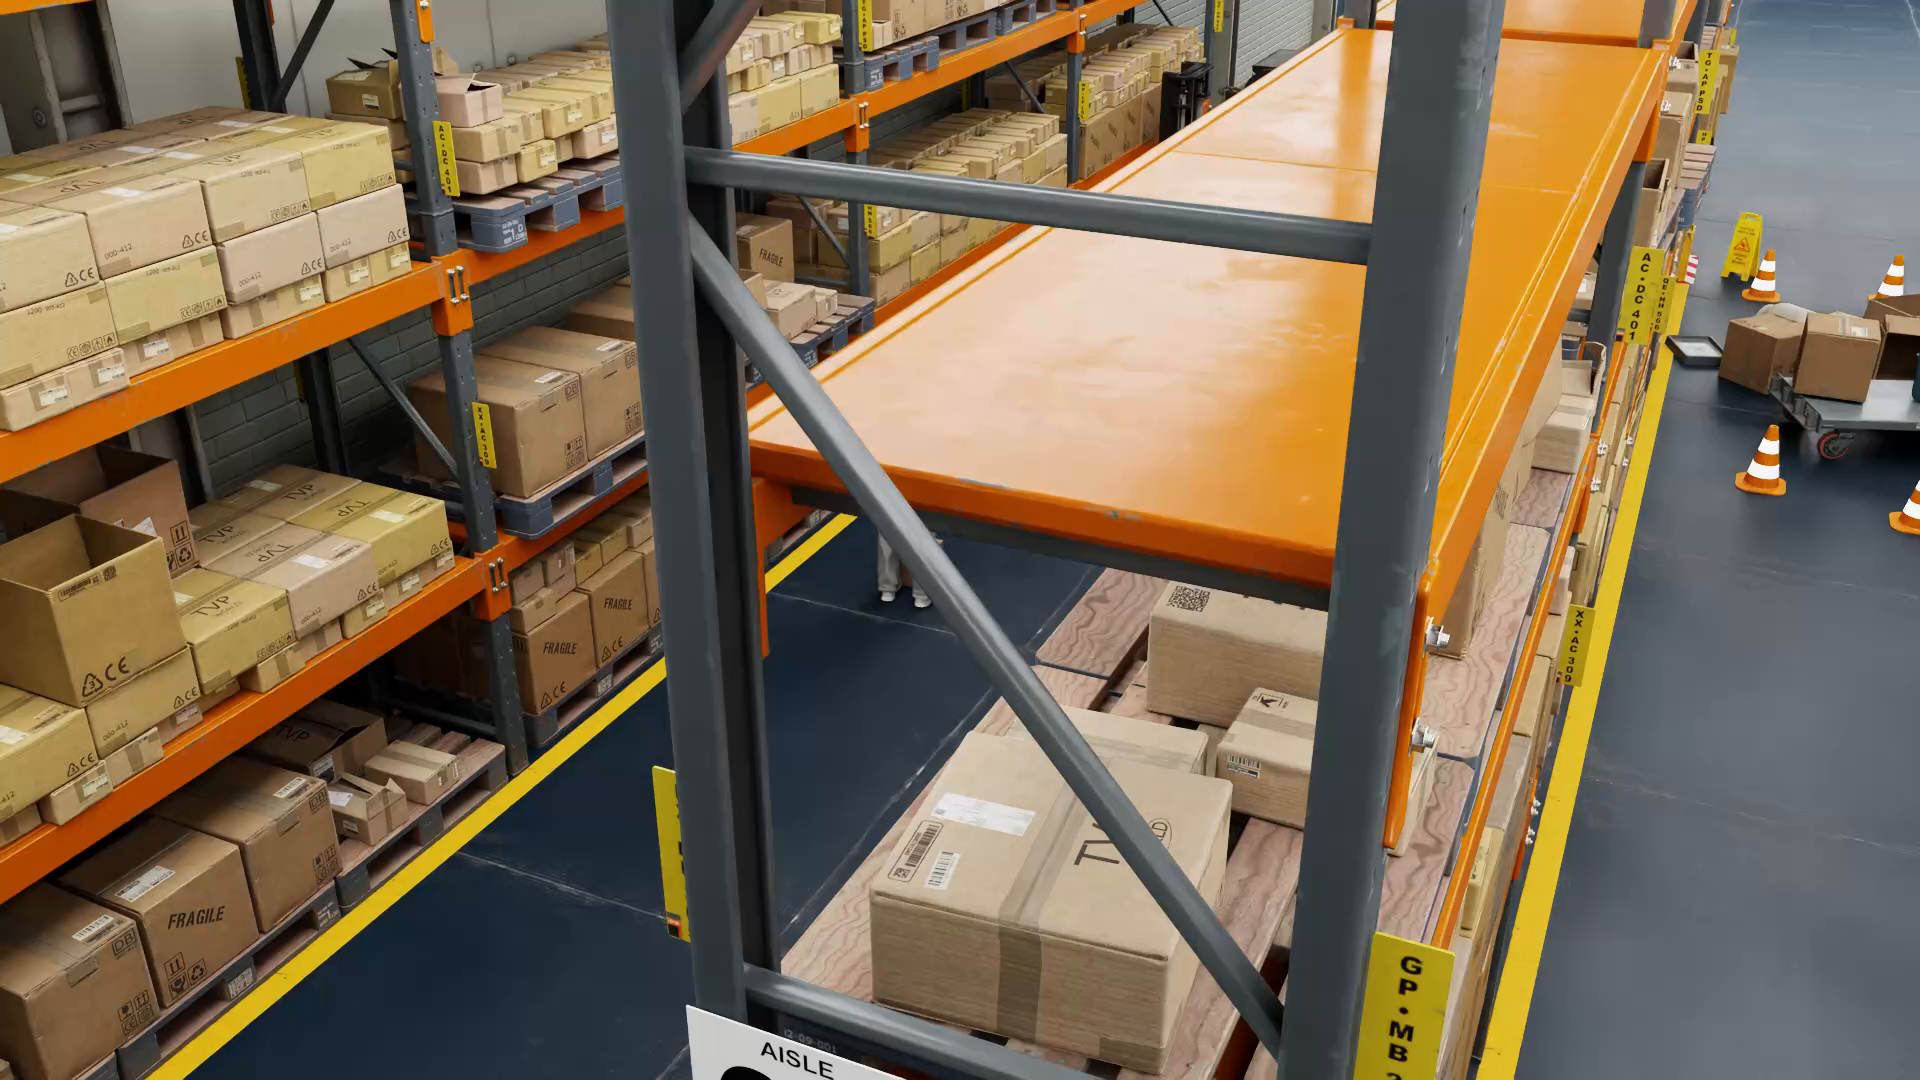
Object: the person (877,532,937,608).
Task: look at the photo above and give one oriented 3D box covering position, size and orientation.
[{"bbox_3d":[-0.348,-0.392,10.217,0.514,1.672,0.357,9,28,18],"label":"person"}]
